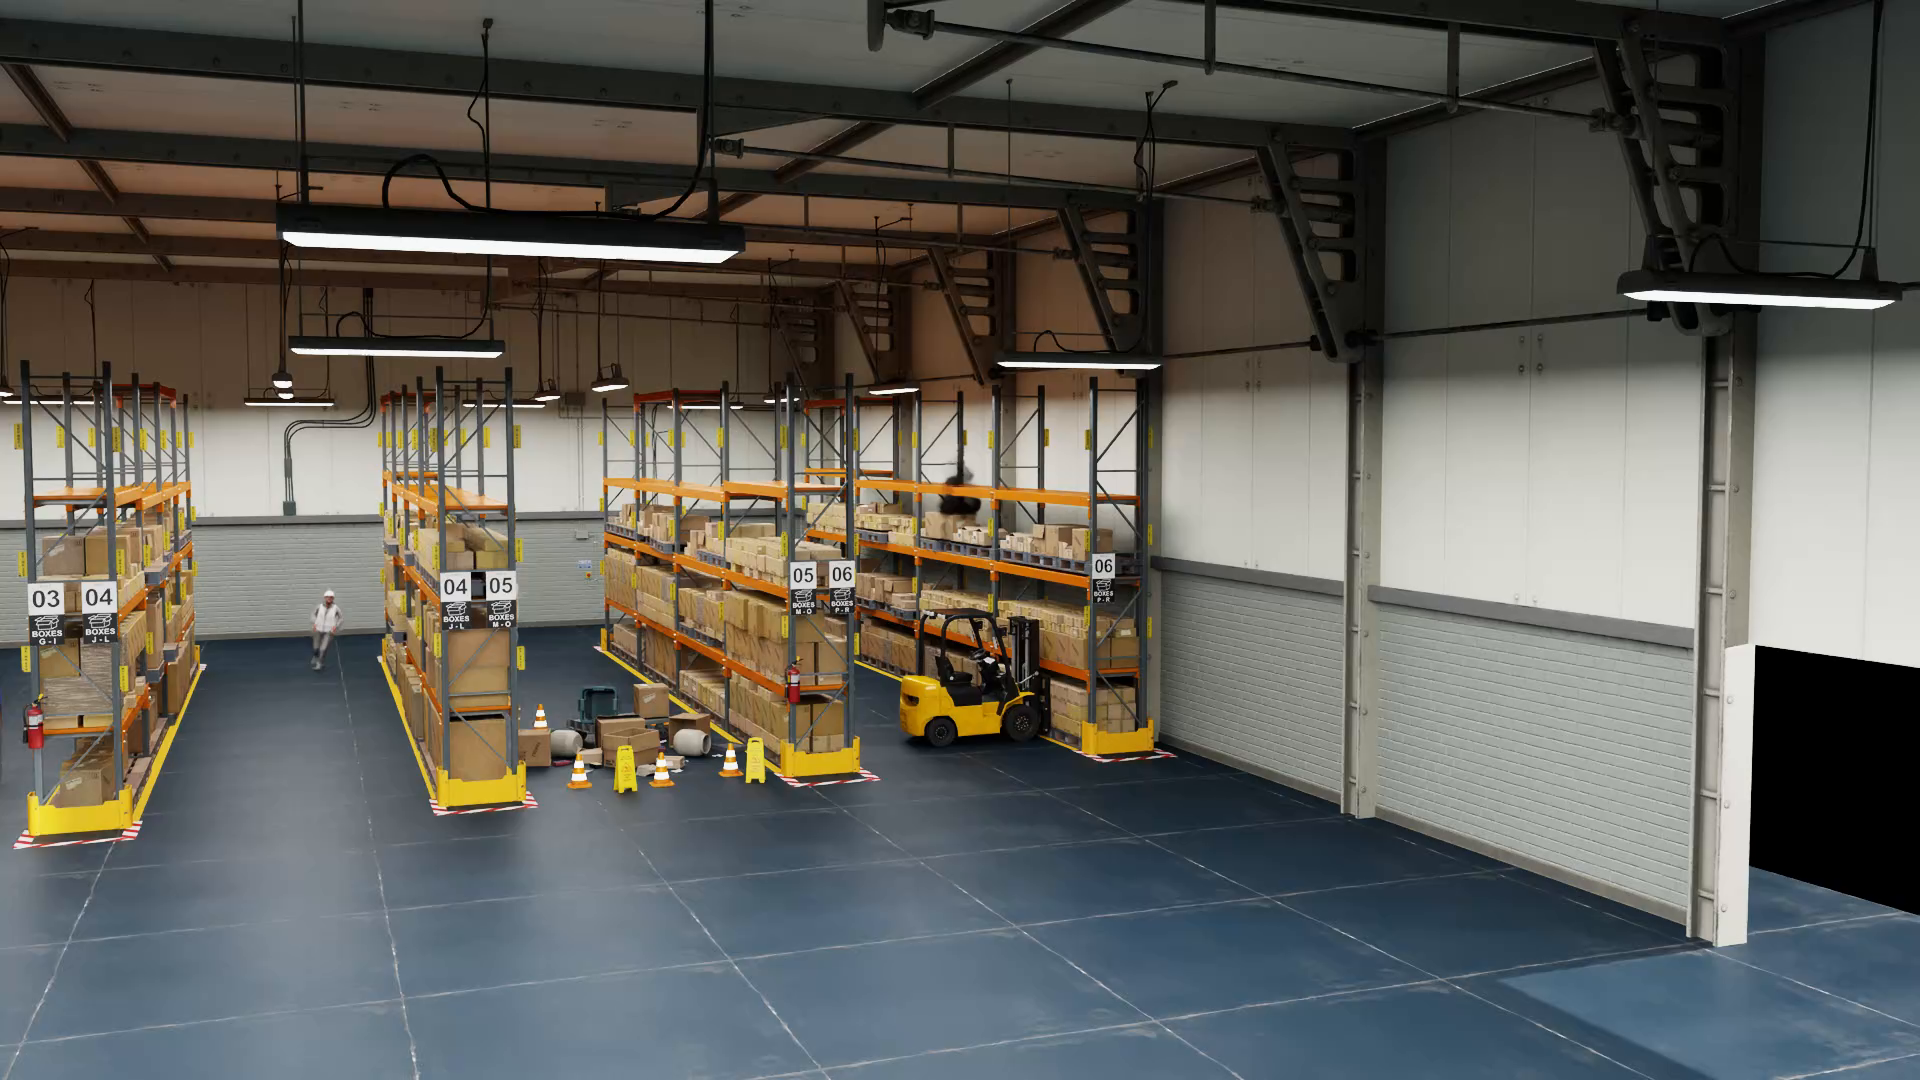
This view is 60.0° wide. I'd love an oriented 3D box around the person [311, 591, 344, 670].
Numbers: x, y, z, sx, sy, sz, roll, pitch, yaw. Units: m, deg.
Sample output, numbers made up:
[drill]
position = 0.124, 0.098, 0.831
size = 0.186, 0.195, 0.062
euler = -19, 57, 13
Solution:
[person]
position = -13.846, 1.967, 36.361
size = 0.741, 1.720, 0.555
euler = -1, 4, -13
